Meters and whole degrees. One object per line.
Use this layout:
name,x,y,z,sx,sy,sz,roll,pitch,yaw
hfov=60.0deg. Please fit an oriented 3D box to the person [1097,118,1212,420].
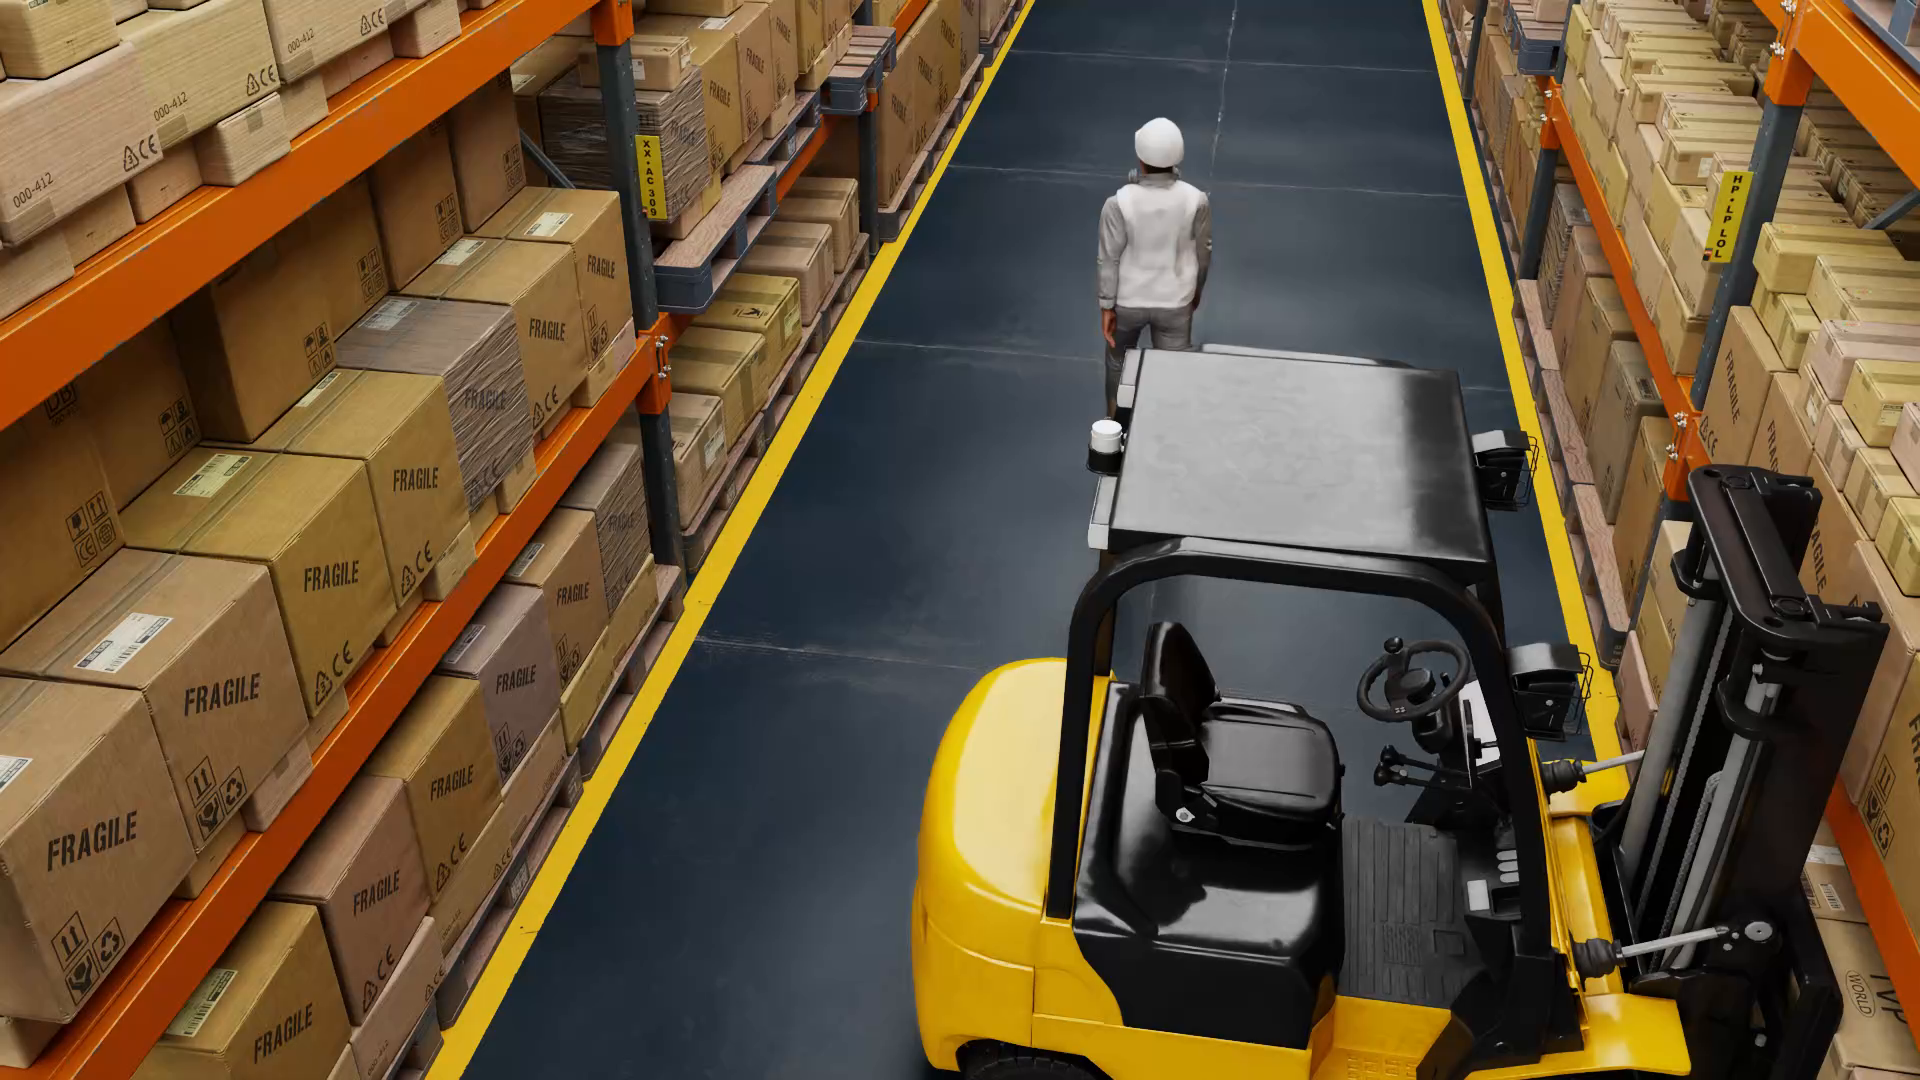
person,0.918,-1.169,7.966,0.550,1.731,0.975,0,32,1
